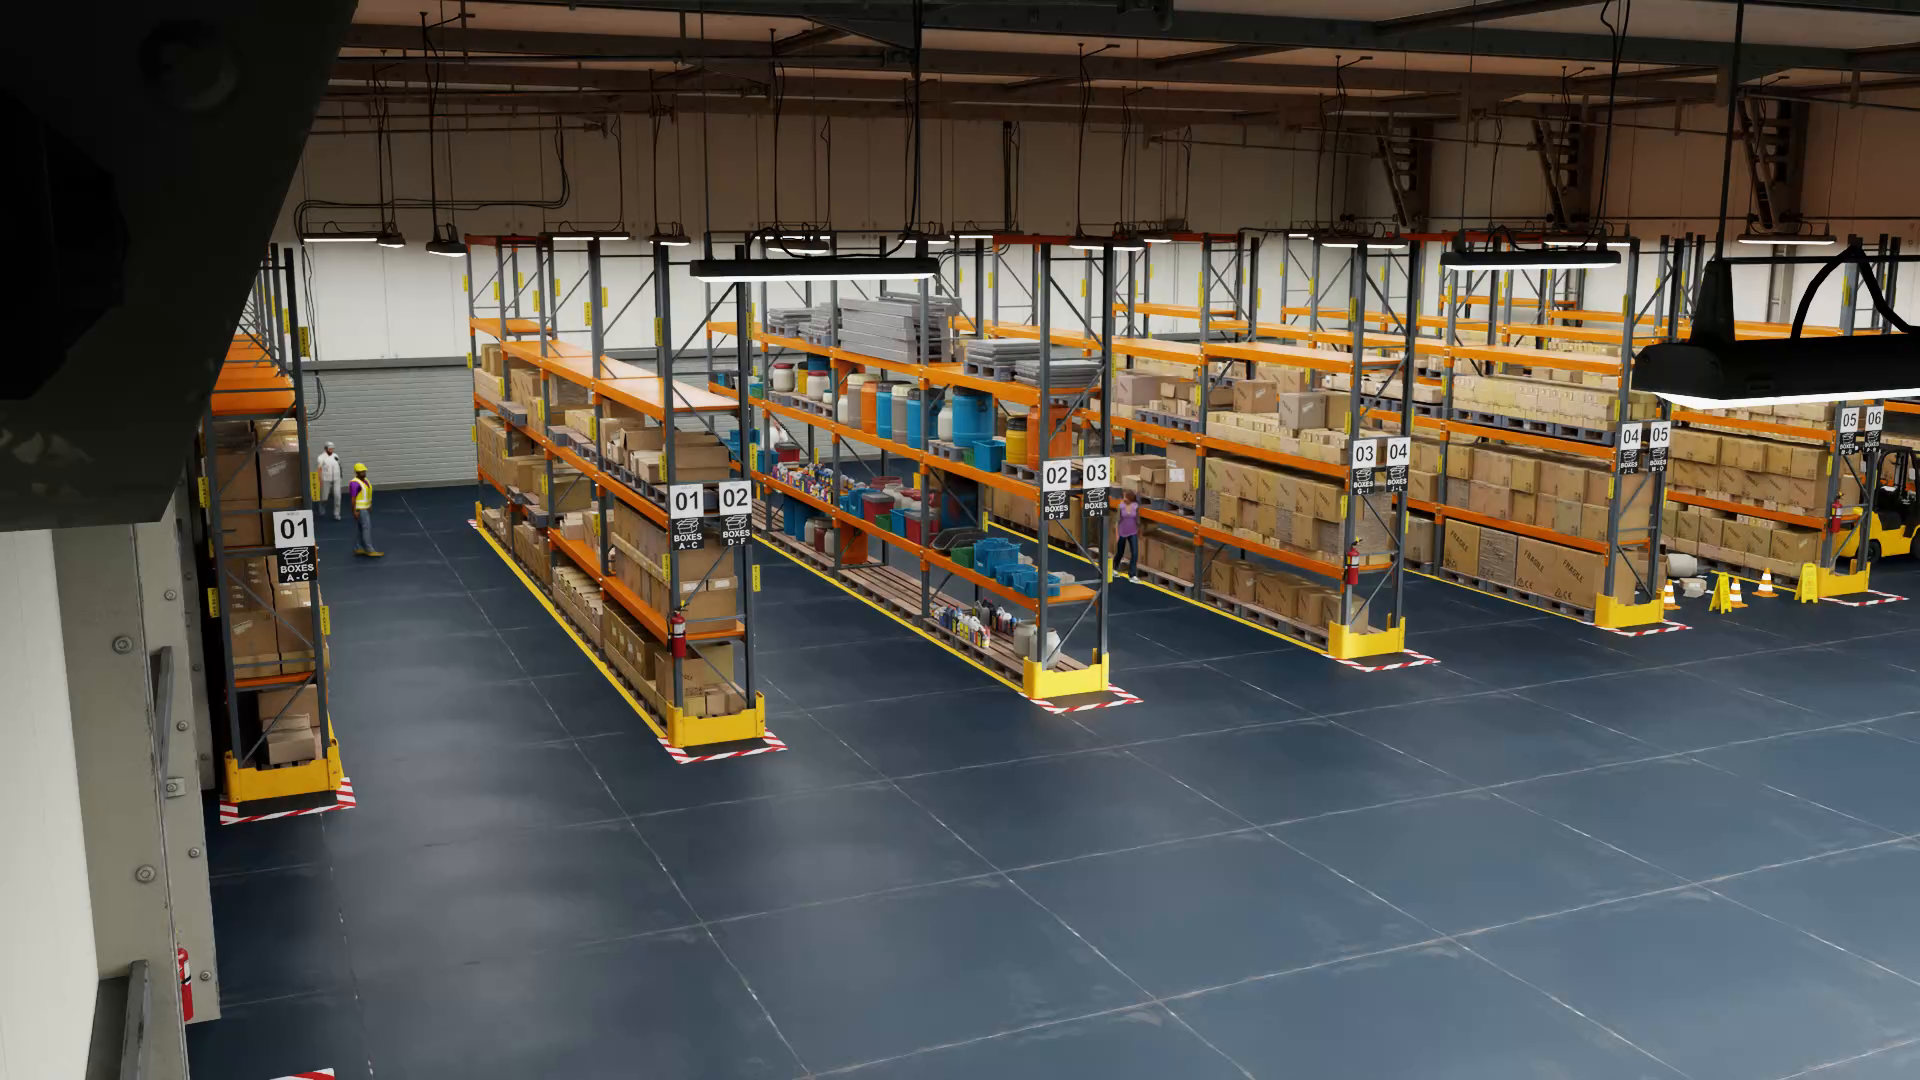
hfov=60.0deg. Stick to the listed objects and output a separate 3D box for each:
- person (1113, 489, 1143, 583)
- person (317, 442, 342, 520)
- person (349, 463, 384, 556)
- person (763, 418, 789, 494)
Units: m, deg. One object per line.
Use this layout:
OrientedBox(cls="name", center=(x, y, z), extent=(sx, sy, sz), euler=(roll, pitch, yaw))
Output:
OrientedBox(cls="person", center=(2.836, -0.096, 27.982), extent=(0.498, 1.564, 0.794), euler=(-5, 12, -22))
OrientedBox(cls="person", center=(-13.384, -1.276, 35.316), extent=(0.496, 1.634, 0.686), euler=(-7, 13, -33))
OrientedBox(cls="person", center=(-11.250, -0.591, 31.547), extent=(0.590, 1.773, 0.589), euler=(-1, 11, -5))
OrientedBox(cls="person", center=(-4.230, -1.967, 38.655), extent=(0.961, 1.748, 0.653), euler=(9, 14, 38))
